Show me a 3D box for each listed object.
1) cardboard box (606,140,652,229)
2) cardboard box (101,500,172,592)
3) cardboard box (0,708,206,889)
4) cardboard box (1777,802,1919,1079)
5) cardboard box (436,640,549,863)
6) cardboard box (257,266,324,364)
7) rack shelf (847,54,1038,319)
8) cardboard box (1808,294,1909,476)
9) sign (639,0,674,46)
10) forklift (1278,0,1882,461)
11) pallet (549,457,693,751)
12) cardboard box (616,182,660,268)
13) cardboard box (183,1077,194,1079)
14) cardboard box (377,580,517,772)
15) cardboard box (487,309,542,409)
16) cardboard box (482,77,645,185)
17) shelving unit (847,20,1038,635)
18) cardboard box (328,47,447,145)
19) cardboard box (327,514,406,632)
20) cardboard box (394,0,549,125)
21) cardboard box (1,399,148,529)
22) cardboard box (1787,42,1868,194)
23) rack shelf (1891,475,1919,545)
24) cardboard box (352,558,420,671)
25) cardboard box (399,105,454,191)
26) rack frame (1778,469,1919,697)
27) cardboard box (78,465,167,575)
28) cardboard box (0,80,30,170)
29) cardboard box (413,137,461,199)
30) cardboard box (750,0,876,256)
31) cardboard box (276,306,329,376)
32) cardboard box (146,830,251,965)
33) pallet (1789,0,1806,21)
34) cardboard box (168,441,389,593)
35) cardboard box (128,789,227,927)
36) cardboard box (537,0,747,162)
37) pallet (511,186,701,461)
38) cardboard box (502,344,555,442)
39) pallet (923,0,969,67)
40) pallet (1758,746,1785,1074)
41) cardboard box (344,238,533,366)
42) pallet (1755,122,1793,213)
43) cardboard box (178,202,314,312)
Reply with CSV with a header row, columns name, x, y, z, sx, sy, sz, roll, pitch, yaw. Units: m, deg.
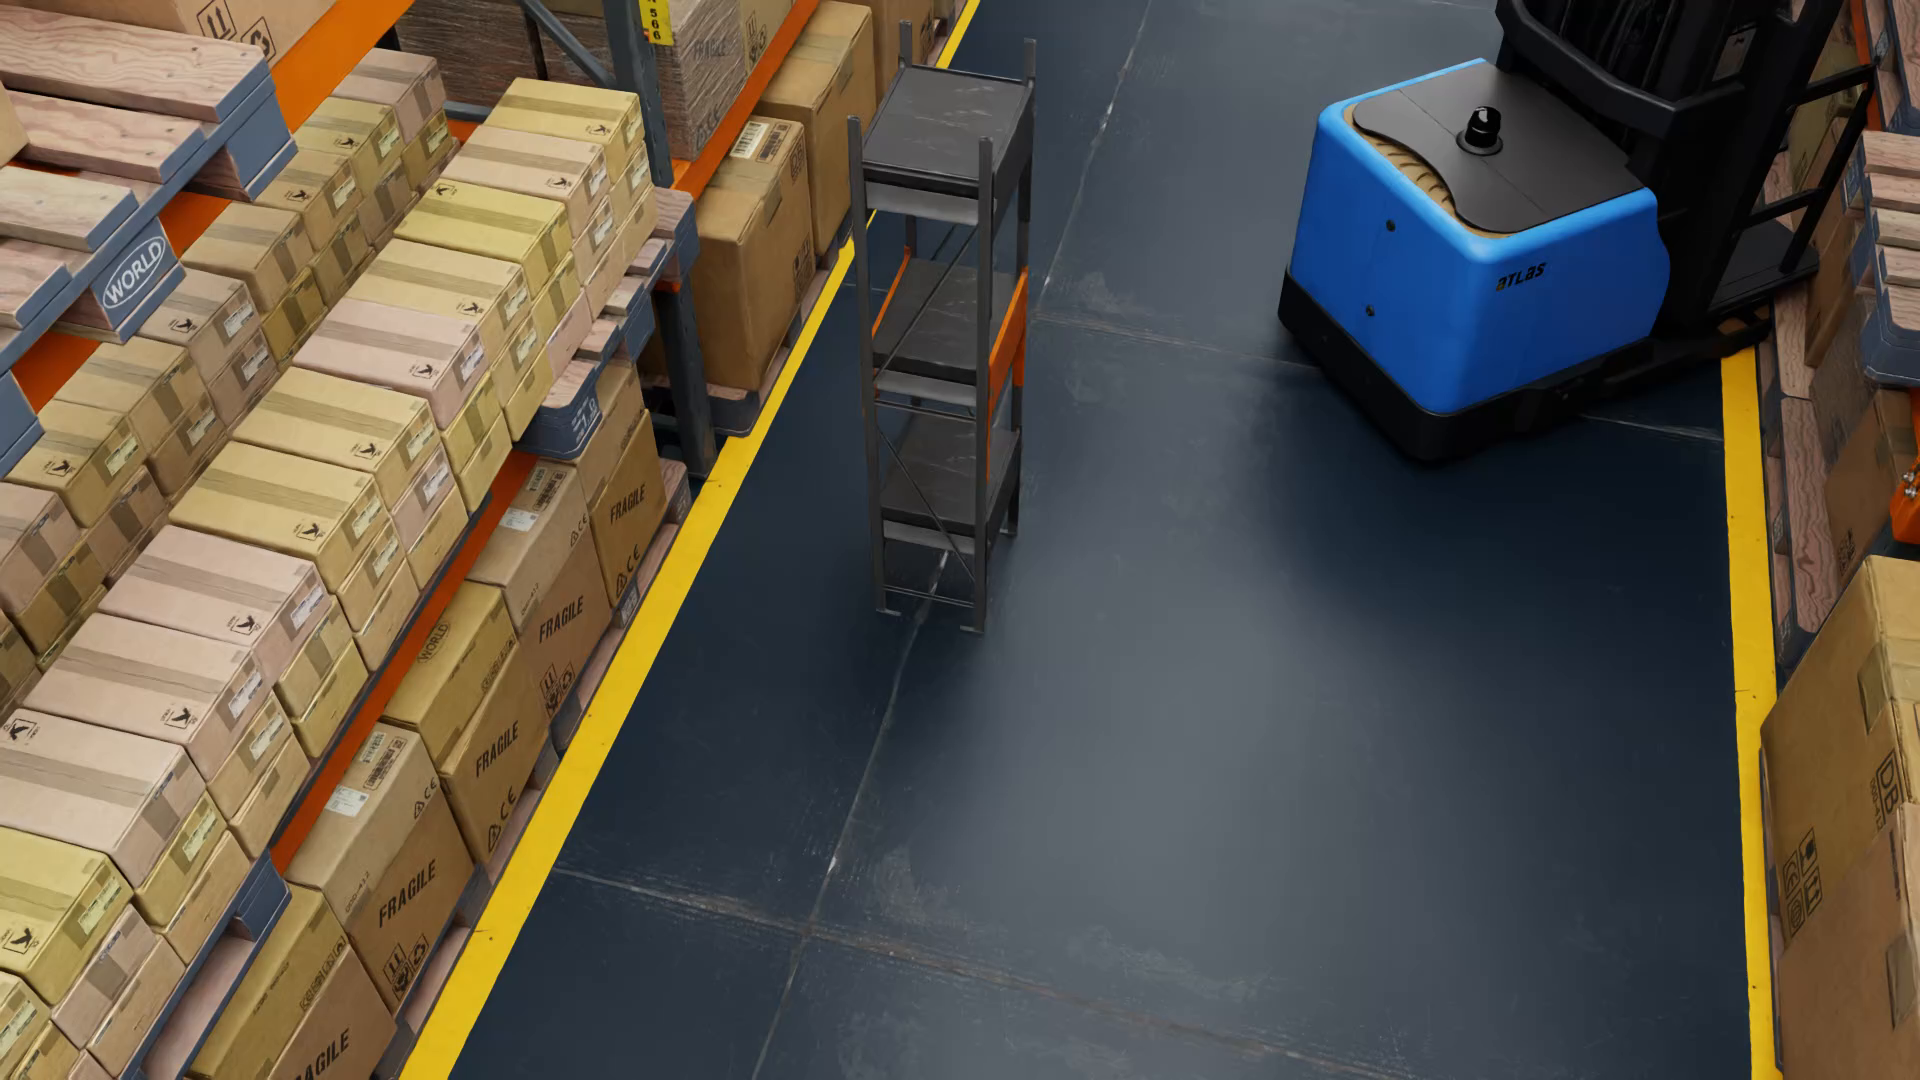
name,x,y,z,sx,sy,sz,roll,pitch,yaw
cardboard box,-1.139,-1.077,4.889,0.380,0.149,0.250,12,50,11
cardboard box,-2.177,0.005,4.132,0.380,0.149,0.250,10,49,9
cardboard box,-1.748,0.508,3.291,0.380,0.149,0.250,11,49,10
cardboard box,2.867,1.384,4.165,1.225,0.875,0.875,12,50,10
cardboard box,-1.633,0.606,5.102,0.500,0.500,0.500,10,49,8
cardboard box,-1.972,-0.642,4.505,0.380,0.149,0.250,12,50,10
rack shelf,-0.044,-1.029,4.842,0.431,0.518,0.480,12,50,10
cardboard box,3.601,-0.529,6.090,0.700,0.500,0.500,8,49,7
sign,-0.922,-1.627,4.966,0.100,0.325,0.005,12,50,10
forklift,2.887,-2.063,6.116,3.031,2.935,1.130,-21,52,-17
pallet,-1.655,0.117,6.006,1.003,0.211,1.213,12,50,10
cardboard box,-1.134,-0.979,5.000,0.380,0.149,0.250,12,50,11
cardboard box,-2.051,1.481,3.829,0.500,0.250,0.500,10,49,8
cardboard box,-1.646,0.348,4.829,0.500,0.250,0.500,13,50,11
cardboard box,-1.341,-0.512,4.390,0.380,0.149,0.250,12,50,10
cardboard box,-1.135,-1.178,4.780,0.380,0.149,0.250,10,49,9
shelving unit,-0.044,-0.575,5.357,0.431,2.100,0.503,12,50,10
cardboard box,-1.758,-1.324,4.908,0.380,0.149,0.250,12,50,10
cardboard box,-1.544,0.043,3.901,0.380,0.149,0.250,11,49,9
cardboard box,-1.589,-1.782,5.756,0.500,0.500,0.500,12,50,10
cardboard box,-2.170,-0.196,3.913,0.380,0.149,0.250,11,49,10
cardboard box,4.037,-1.749,7.167,0.700,0.500,0.500,11,50,10
rack shelf,2.784,1.366,3.523,1.077,0.370,4.000,12,50,10
cardboard box,-1.546,0.146,4.008,0.380,0.149,0.250,10,49,8
cardboard box,-1.769,-1.215,5.010,0.380,0.149,0.250,14,50,12
rack frame,3.310,-0.318,4.530,1.000,3.000,0.127,12,50,10
cardboard box,-2.174,-0.087,4.015,0.380,0.149,0.250,13,50,11
cardboard box,-1.968,-0.734,2.548,0.797,0.503,0.637,11,49,10
cardboard box,-1.761,-1.142,5.145,0.380,0.149,0.250,11,49,10
cardboard box,-0.974,-1.821,7.076,1.050,0.750,0.750,12,50,11
cardboard box,-1.971,-0.557,4.629,0.380,0.149,0.250,14,50,12
cardboard box,-1.749,0.710,3.510,0.380,0.149,0.250,12,50,10
pallet,4.506,-2.782,8.564,1.003,0.211,1.213,12,50,10
cardboard box,-1.547,-0.055,3.789,0.380,0.149,0.250,13,50,11
cardboard box,-1.752,0.612,3.398,0.380,0.149,0.250,10,49,8
cardboard box,-1.069,-1.675,5.661,0.500,0.500,0.500,12,50,10
pallet,-1.533,-0.770,5.057,1.213,0.211,1.003,12,50,10
cardboard box,-1.338,-0.434,4.519,0.380,0.149,0.250,11,49,10
pallet,-0.526,-2.768,8.552,1.003,0.211,1.213,12,50,10
pallet,3.030,1.160,5.086,1.003,0.211,1.213,12,50,10
cardboard box,-1.339,-0.613,4.281,0.380,0.149,0.250,13,50,11
pallet,4.160,-1.725,7.632,1.003,0.211,1.213,12,50,10
cardboard box,-1.964,-0.764,4.414,0.380,0.149,0.250,10,49,8
